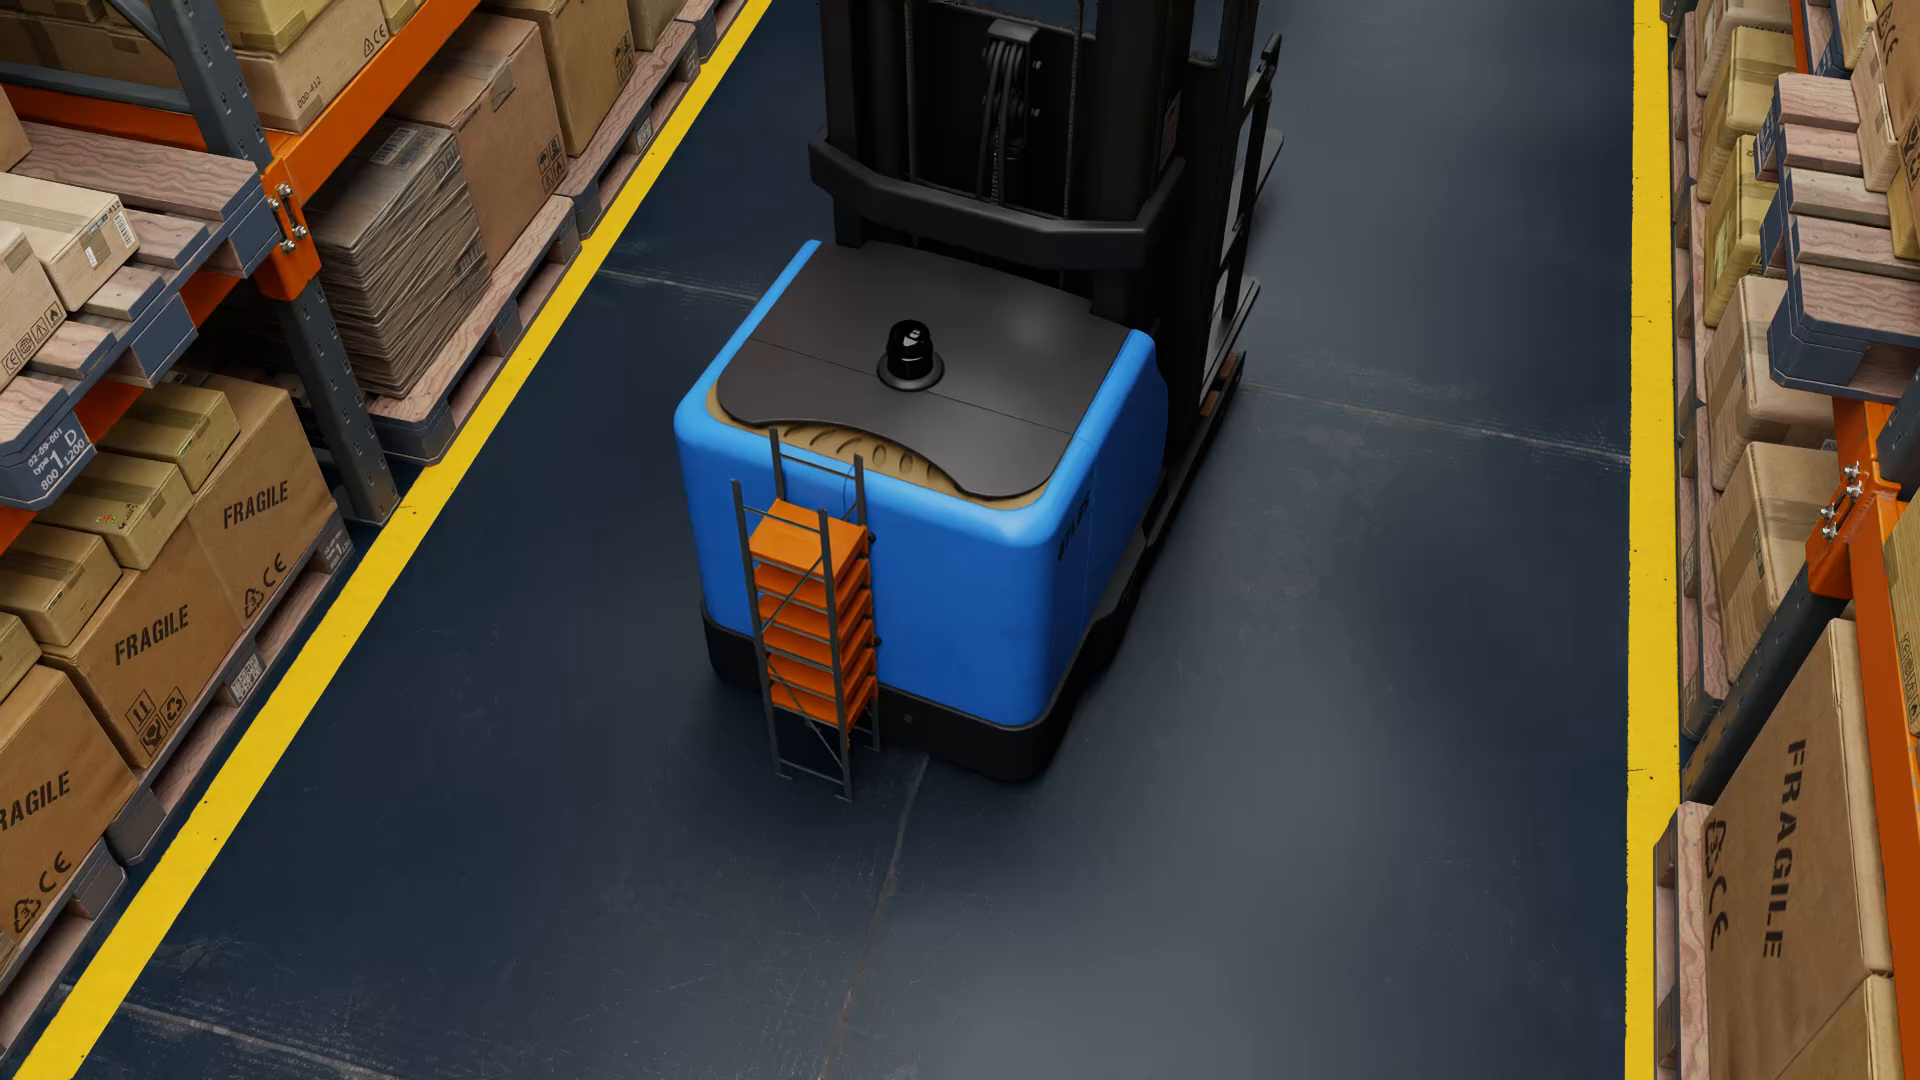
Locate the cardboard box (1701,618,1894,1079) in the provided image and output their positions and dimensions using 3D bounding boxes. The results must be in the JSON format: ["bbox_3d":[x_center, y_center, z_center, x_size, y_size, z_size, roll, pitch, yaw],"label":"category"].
[{"bbox_3d":[2.230,0.851,3.635,0.875,0.875,0.875,11,50,10],"label":"cardboard box"}]

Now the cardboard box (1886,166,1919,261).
[{"bbox_3d":[2.352,-0.743,3.793,0.380,0.149,0.250,12,50,11],"label":"cardboard box"}]

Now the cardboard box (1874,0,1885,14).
[{"bbox_3d":[2.601,-1.591,4.109,0.500,0.500,0.500,9,49,7],"label":"cardboard box"}]

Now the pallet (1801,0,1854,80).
[{"bbox_3d":[2.973,-1.572,4.765,1.003,0.211,1.213,12,50,10],"label":"pallet"}]

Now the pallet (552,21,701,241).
[{"bbox_3d":[-1.720,-1.717,6.625,1.003,0.211,1.213,12,50,10],"label":"pallet"}]

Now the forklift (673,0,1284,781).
[{"bbox_3d":[0.319,-1.433,4.560,1.130,2.935,3.031,18,51,15],"label":"forklift"}]

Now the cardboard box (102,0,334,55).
[{"bbox_3d":[-1.921,-1.556,4.389,0.500,0.250,0.500,12,50,10],"label":"cardboard box"}]

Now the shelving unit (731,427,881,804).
[{"bbox_3d":[-0.372,0.233,4.244,0.258,1.200,0.189,18,51,15],"label":"shelving unit"}]

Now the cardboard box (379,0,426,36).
[{"bbox_3d":[-1.808,-1.759,4.901,0.500,0.250,0.500,11,49,9],"label":"cardboard box"}]

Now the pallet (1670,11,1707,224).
[{"bbox_3d":[3.341,-1.603,6.524,1.003,0.211,1.213,12,50,10],"label":"pallet"}]

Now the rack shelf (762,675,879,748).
[{"bbox_3d":[-0.372,0.421,4.457,0.258,0.103,0.180,18,51,15],"label":"rack shelf"}]

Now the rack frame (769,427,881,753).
[{"bbox_3d":[-0.335,0.170,4.300,0.240,1.200,0.006,18,51,15],"label":"rack frame"}]

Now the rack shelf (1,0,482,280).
[{"bbox_3d":[-1.771,-2.381,5.831,1.077,0.370,4.000,12,50,10],"label":"rack shelf"}]

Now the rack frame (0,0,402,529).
[{"bbox_3d":[-2.298,-1.173,4.284,1.000,3.000,0.127,12,50,10],"label":"rack frame"}]

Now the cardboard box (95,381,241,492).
[{"bbox_3d":[-2.183,-0.292,4.461,0.380,0.149,0.250,9,49,8],"label":"cardboard box"}]

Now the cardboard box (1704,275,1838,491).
[{"bbox_3d":[2.837,-0.407,5.081,0.950,0.372,0.625,11,49,9],"label":"cardboard box"}]

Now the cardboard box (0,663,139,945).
[{"bbox_3d":[-2.479,0.603,4.104,0.500,0.500,0.500,14,50,12],"label":"cardboard box"}]

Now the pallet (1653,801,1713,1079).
[{"bbox_3d":[2.212,1.282,3.978,1.003,0.211,1.213,12,50,10],"label":"pallet"}]

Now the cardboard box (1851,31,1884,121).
[{"bbox_3d":[2.449,-1.115,4.121,0.380,0.149,0.250,9,49,8],"label":"cardboard box"}]

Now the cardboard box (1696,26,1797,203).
[{"bbox_3d":[3.223,-1.458,6.009,0.950,0.372,0.625,14,50,12],"label":"cardboard box"}]

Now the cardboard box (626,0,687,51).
[{"bbox_3d":[-1.583,-2.480,6.742,0.875,0.625,0.625,11,50,10],"label":"cardboard box"}]

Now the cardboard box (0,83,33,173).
[{"bbox_3d":[-2.584,-1.003,3.788,0.500,0.500,0.500,14,50,12],"label":"cardboard box"}]

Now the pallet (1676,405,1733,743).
[{"bbox_3d":[2.699,0.162,4.966,1.003,0.211,1.213,12,50,10],"label":"pallet"}]

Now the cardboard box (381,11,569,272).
[{"bbox_3d":[-1.956,-1.448,5.832,0.875,0.625,0.625,13,50,11],"label":"cardboard box"}]

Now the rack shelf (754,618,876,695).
[{"bbox_3d":[-0.372,0.262,4.278,0.258,0.103,0.180,18,51,15],"label":"rack shelf"}]

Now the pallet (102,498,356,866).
[{"bbox_3d":[-2.531,0.283,4.860,1.003,0.211,1.213,12,50,10],"label":"pallet"}]

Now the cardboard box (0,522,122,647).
[{"bbox_3d":[-2.337,0.093,4.121,0.380,0.149,0.250,10,49,9],"label":"cardboard box"}]

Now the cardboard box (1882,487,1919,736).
[{"bbox_3d":[2.120,0.158,3.210,0.500,0.250,0.500,11,49,9],"label":"cardboard box"}]

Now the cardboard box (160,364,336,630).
[{"bbox_3d":[-2.202,-0.136,4.757,0.500,0.500,0.500,13,50,11],"label":"cardboard box"}]

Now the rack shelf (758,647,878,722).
[{"bbox_3d":[-0.372,0.342,4.368,0.258,0.103,0.180,18,51,15],"label":"rack shelf"}]

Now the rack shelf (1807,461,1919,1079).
[{"bbox_3d":[1.966,1.489,2.415,1.077,0.370,4.000,12,50,10],"label":"rack shelf"}]

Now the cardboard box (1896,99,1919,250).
[{"bbox_3d":[2.343,-0.850,3.454,0.500,0.500,0.500,10,49,9],"label":"cardboard box"}]

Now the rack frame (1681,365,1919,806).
[{"bbox_3d":[2.492,-0.196,3.422,1.000,3.000,0.127,12,50,10],"label":"rack frame"}]

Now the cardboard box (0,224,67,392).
[{"bbox_3d":[-2.263,-0.435,3.453,0.500,0.250,0.500,9,49,8],"label":"cardboard box"}]
